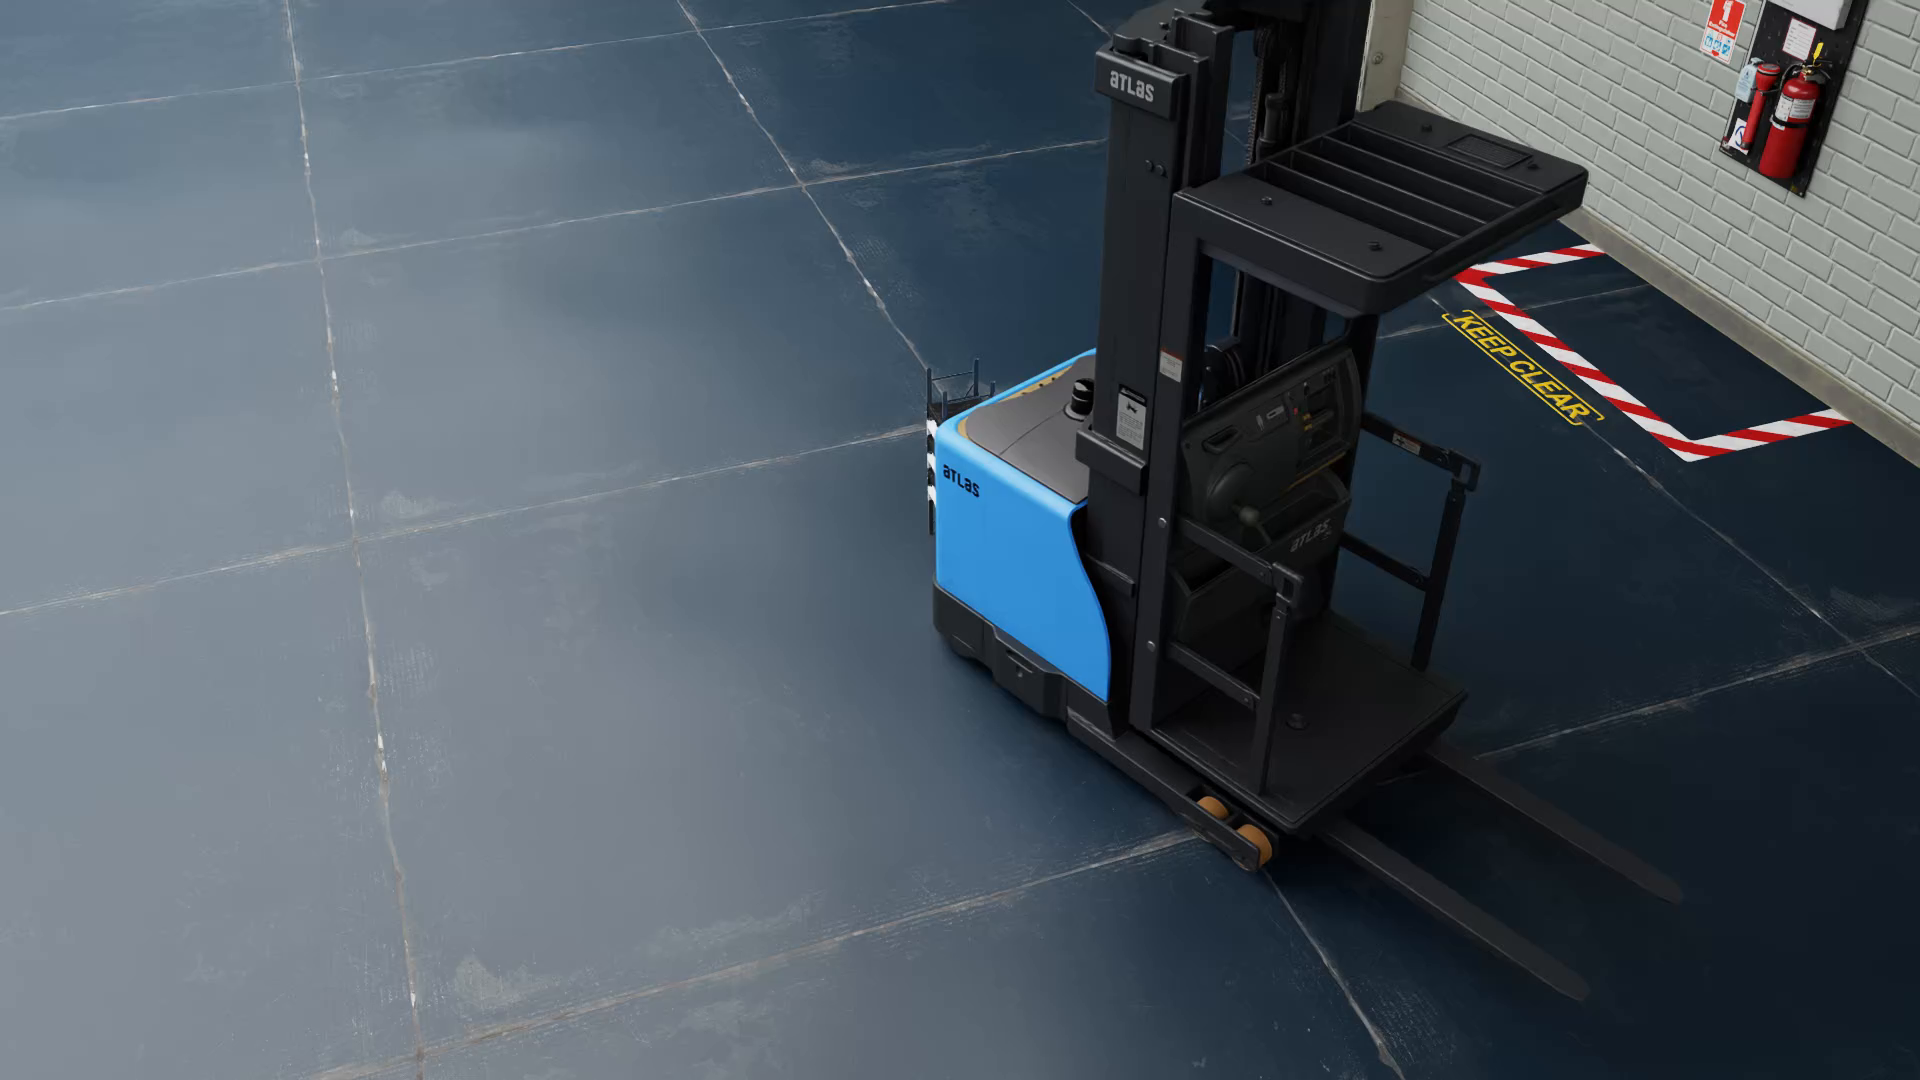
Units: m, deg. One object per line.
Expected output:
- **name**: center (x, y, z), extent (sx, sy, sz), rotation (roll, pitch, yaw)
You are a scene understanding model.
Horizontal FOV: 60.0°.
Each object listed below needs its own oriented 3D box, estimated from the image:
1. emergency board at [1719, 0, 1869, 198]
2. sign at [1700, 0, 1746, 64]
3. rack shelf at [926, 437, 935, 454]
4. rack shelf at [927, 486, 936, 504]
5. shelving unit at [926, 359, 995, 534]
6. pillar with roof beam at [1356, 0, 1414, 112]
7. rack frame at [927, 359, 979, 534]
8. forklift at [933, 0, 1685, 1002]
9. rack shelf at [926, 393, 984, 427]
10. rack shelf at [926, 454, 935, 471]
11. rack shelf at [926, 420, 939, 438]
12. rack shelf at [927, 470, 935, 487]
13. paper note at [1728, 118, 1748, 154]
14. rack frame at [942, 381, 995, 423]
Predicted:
- **emergency board**: center (4.153, -2.383, 8.420), extent (0.194, 1.169, 0.643), rotation (-12, 39, -16)
- **sign**: center (4.059, -2.731, 8.852), extent (0.001, 0.329, 0.234), rotation (-12, 39, -16)
- **rack shelf**: center (0.003, -0.400, 7.439), extent (0.258, 0.077, 0.200), rotation (-12, 39, -16)
- **rack shelf**: center (0.003, -0.184, 7.602), extent (0.258, 0.077, 0.200), rotation (-12, 39, -16)
- **shelving unit**: center (0.003, -0.355, 7.473), extent (0.258, 0.900, 0.210), rotation (-12, 39, -16)
- **pillar with roof beam**: center (-1.140, -5.873, 8.068), extent (9.100, 9.000, 0.400), rotation (-12, 39, -16)
- **rack frame**: center (-0.032, -0.412, 7.549), extent (0.240, 0.900, 0.006), rotation (-12, 39, -16)
- **forklift**: center (1.247, -0.303, 5.717), extent (1.130, 2.935, 3.031), rotation (-29, 46, -32)
- **rack shelf**: center (0.003, -0.544, 7.331), extent (0.258, 0.077, 0.200), rotation (-12, 39, -16)
- **rack shelf**: center (0.003, -0.328, 7.493), extent (0.258, 0.077, 0.200), rotation (-12, 39, -16)
- **rack shelf**: center (0.003, -0.472, 7.385), extent (0.258, 0.077, 0.200), rotation (-12, 39, -16)
- **rack shelf**: center (0.003, -0.256, 7.547), extent (0.258, 0.077, 0.200), rotation (-12, 39, -16)
- **paper note**: center (4.157, -2.145, 8.837), extent (0.016, 0.148, 0.142), rotation (-12, 39, -16)
- **rack frame**: center (0.038, -0.297, 7.397), extent (0.240, 0.900, 0.006), rotation (-12, 39, -16)
